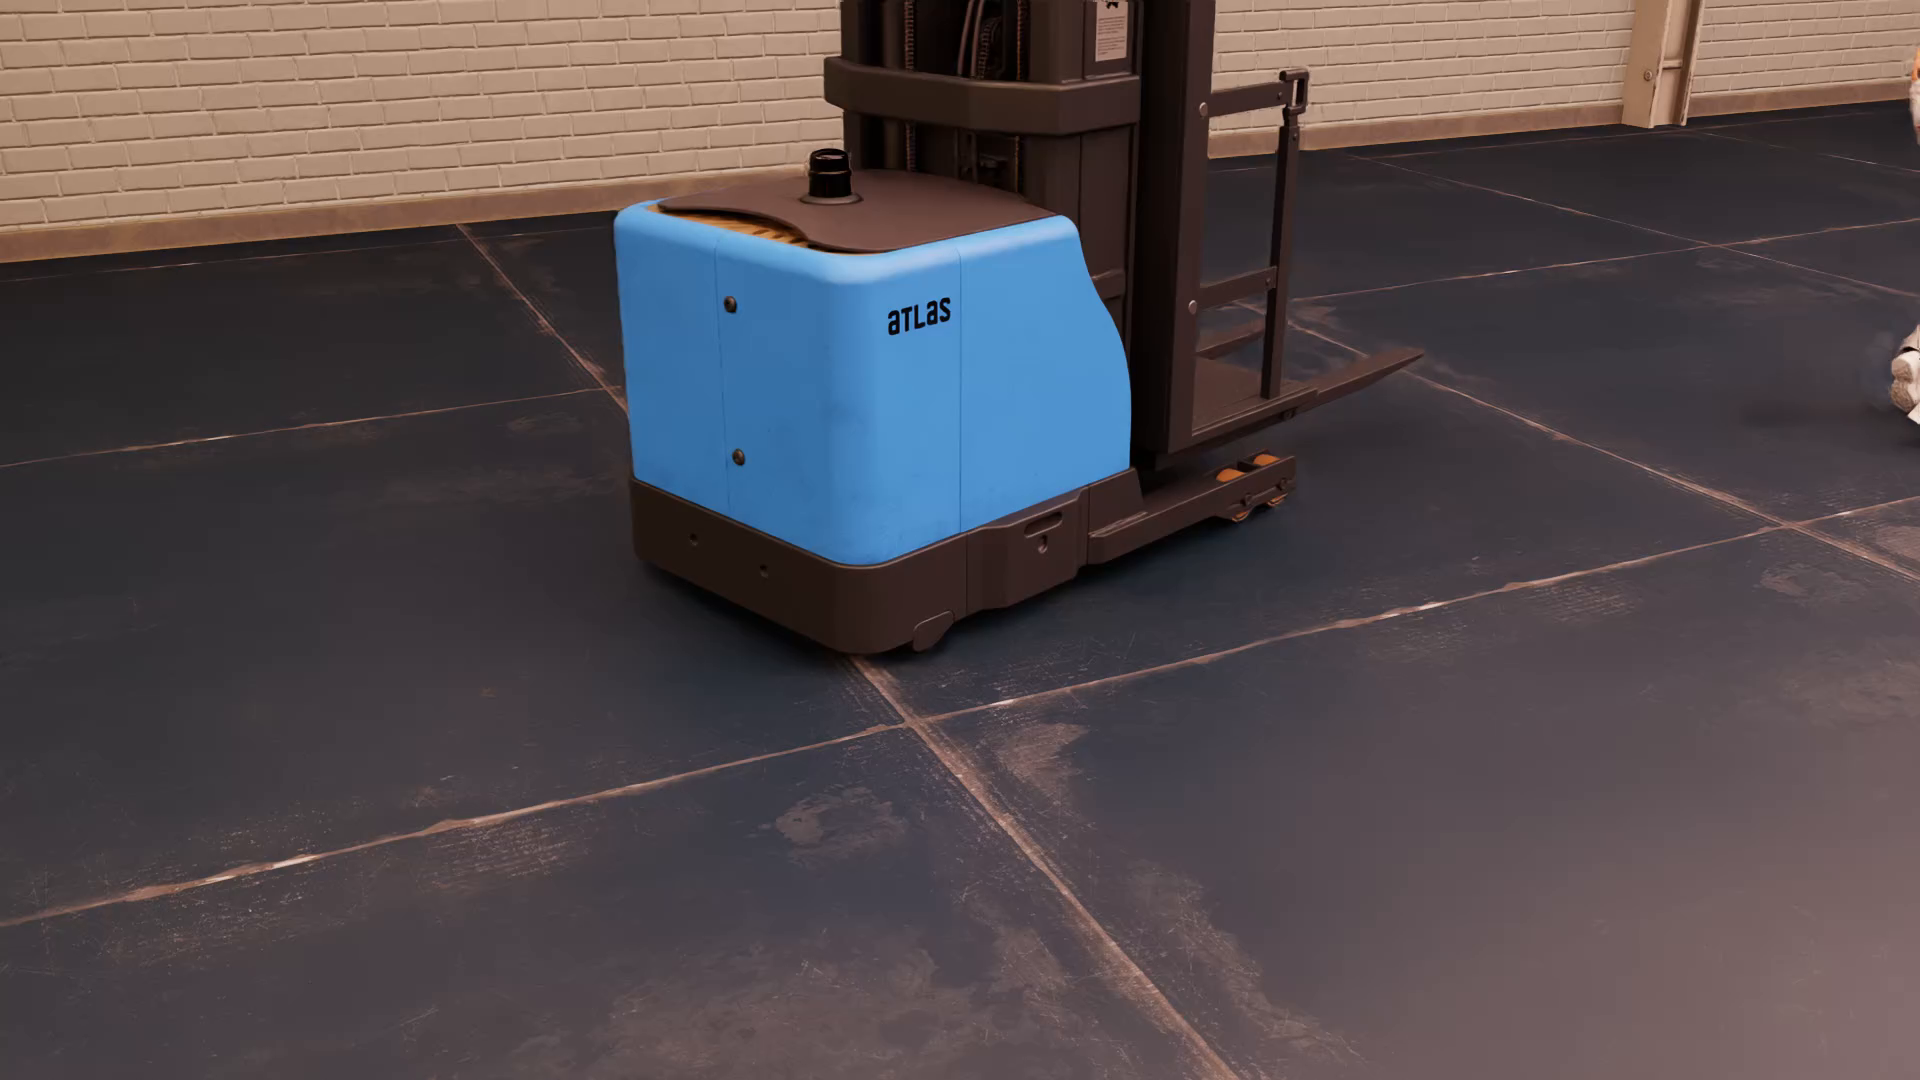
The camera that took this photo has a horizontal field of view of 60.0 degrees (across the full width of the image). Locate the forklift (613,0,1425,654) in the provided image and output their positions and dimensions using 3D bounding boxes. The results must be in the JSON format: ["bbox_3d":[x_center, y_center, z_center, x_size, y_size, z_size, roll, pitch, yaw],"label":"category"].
[{"bbox_3d":[0.442,-1.533,4.977,1.130,2.935,3.031,21,30,40],"label":"forklift"}]

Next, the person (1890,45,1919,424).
[{"bbox_3d":[3.565,-1.129,5.827,0.726,1.545,0.856,-5,23,-11],"label":"person"}]
